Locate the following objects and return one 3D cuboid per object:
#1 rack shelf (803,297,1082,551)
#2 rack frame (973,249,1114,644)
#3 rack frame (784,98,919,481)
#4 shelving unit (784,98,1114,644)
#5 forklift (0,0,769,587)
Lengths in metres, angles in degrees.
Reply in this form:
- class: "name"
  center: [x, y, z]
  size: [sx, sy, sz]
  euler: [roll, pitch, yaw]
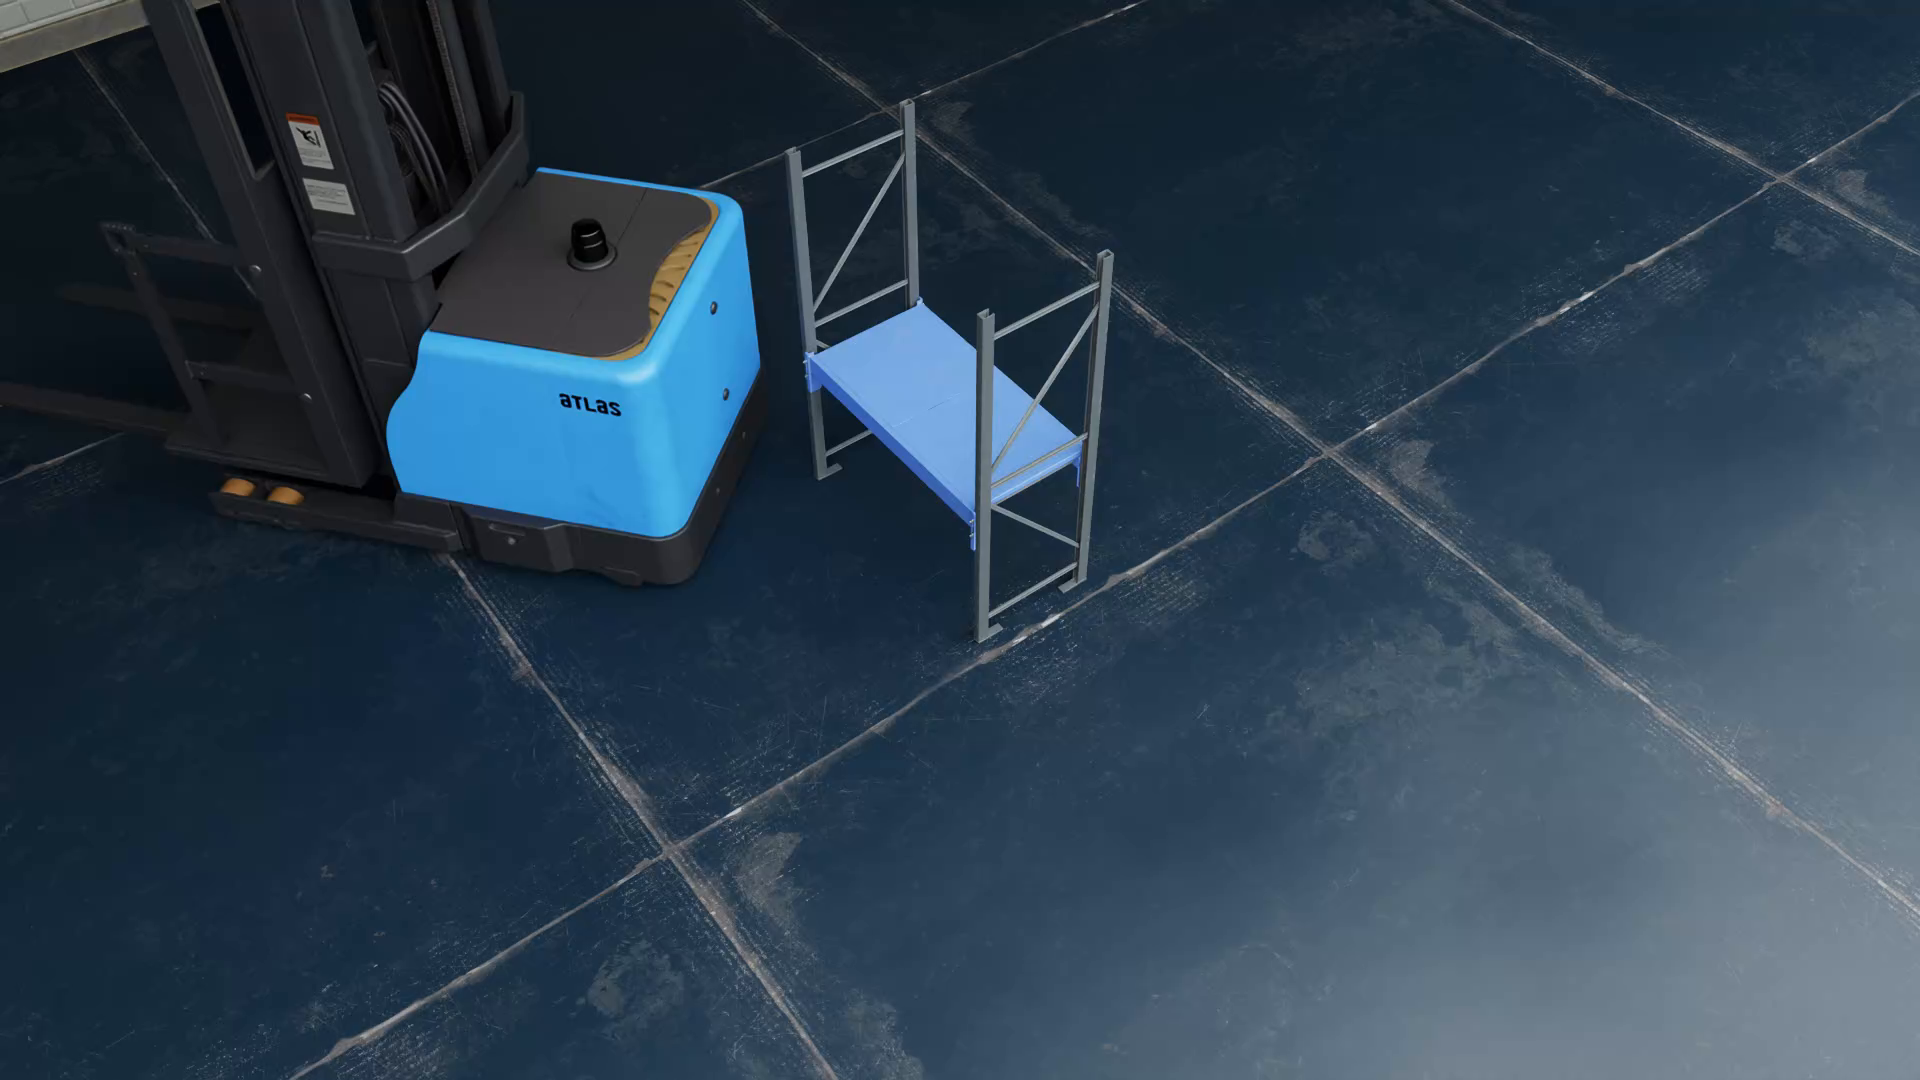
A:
- class: "rack shelf"
  center: [-0.052, -0.433, 5.873]
  size: [0.538, 0.185, 1.000]
  euler: [-29, 54, -24]
- class: "rack frame"
  center: [0.256, -0.254, 5.468]
  size: [0.500, 1.500, 0.032]
  euler: [-29, 54, -24]
- class: "rack frame"
  center: [-0.359, -0.854, 6.012]
  size: [0.500, 1.500, 0.032]
  euler: [-29, 54, -24]
- class: "shelving unit"
  center: [-0.052, -0.554, 5.740]
  size: [0.538, 1.500, 1.048]
  euler: [-29, 54, -24]
- class: "forklift"
  center: [-2.332, -1.395, 5.537]
  size: [3.031, 2.935, 1.130]
  euler: [10, 49, 9]
